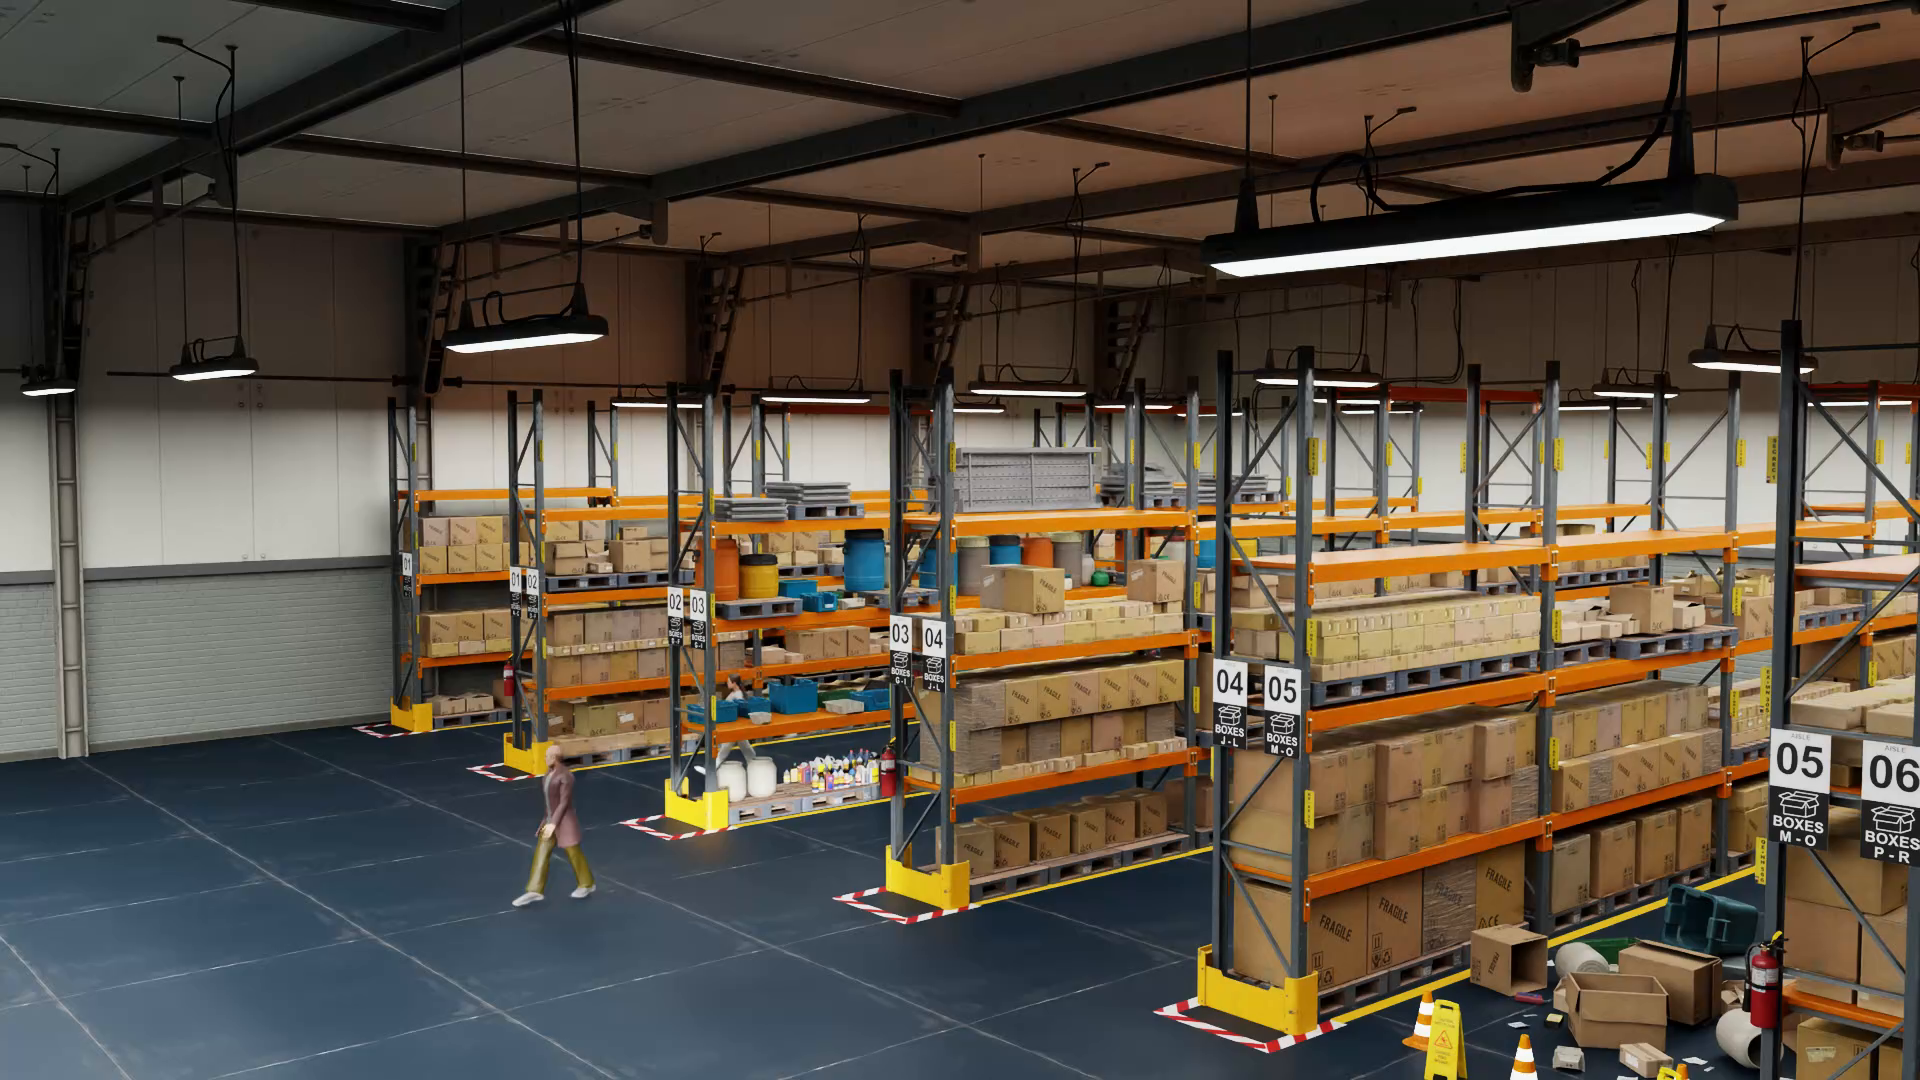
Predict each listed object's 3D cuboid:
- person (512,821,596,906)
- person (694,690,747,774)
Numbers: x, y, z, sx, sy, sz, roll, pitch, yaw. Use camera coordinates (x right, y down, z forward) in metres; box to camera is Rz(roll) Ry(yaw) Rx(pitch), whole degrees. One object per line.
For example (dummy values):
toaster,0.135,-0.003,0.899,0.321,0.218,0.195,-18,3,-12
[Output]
person,-4.555,3.523,18.685,0.998,1.048,0.384,-3,5,-44
person,-3.560,2.973,25.591,1.052,1.352,0.486,-1,3,-9
